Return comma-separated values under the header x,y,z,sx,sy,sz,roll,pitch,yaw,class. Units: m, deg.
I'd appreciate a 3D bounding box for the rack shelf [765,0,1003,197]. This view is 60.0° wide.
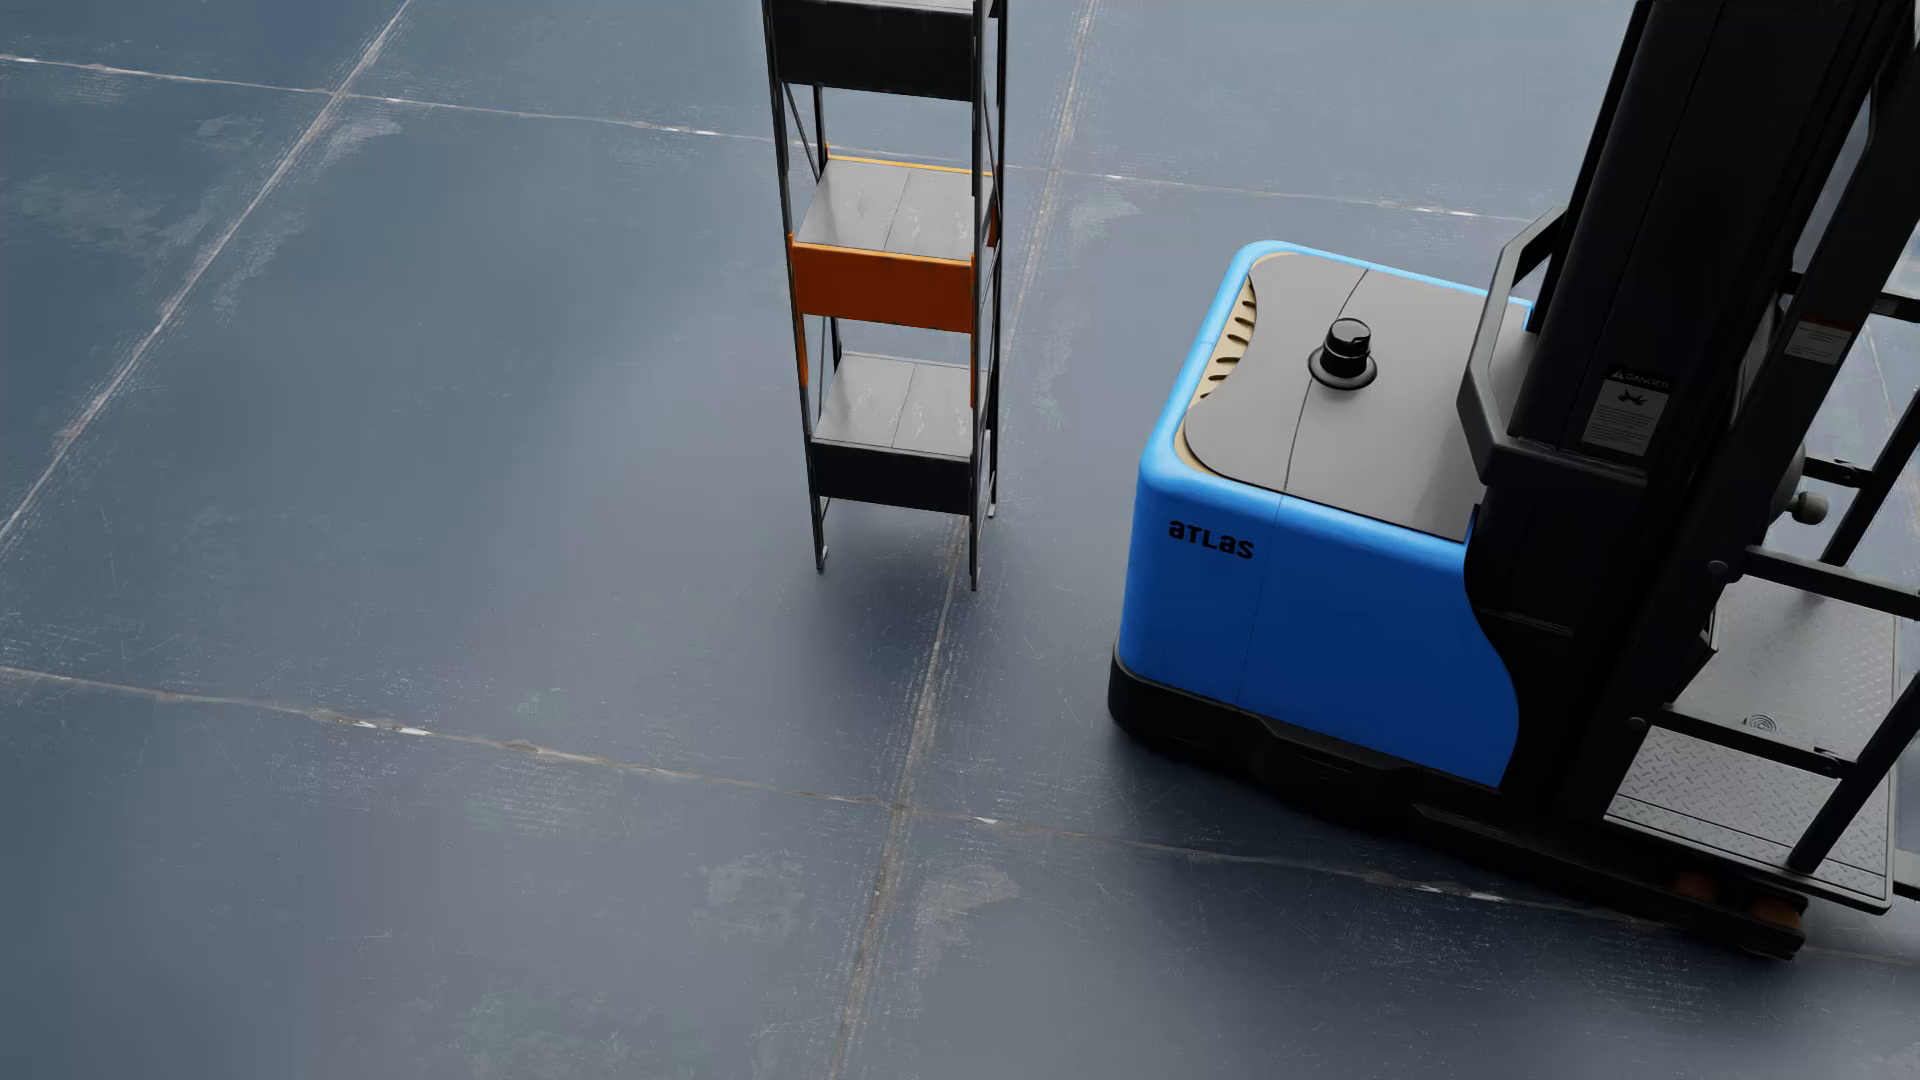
x,y,z,sx,sy,sz,roll,pitch,yaw,class
-0.163,-1.182,3.978,0.480,0.518,0.431,8,49,7,rack shelf

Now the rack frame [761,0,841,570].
x,y,z,sx,sy,sz,roll,pitch,yaw,class
-0.403,-0.756,4.518,0.015,2.100,0.400,8,49,7,rack frame

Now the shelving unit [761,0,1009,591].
x,y,z,sx,sy,sz,roll,pitch,yaw,class
-0.163,-0.724,4.489,0.503,2.100,0.431,8,49,7,shelving unit

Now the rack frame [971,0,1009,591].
x,y,z,sx,sy,sz,roll,pitch,yaw,class
0.077,-0.691,4.460,0.015,2.100,0.400,8,49,7,rack frame

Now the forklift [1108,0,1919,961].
x,y,z,sx,sy,sz,roll,pitch,yaw,class
1.989,-0.361,3.604,3.031,2.935,1.130,17,50,14,forklift

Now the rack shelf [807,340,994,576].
x,y,z,sx,sy,sz,roll,pitch,yaw,class
-0.163,-0.247,5.019,0.480,0.518,0.431,8,49,7,rack shelf

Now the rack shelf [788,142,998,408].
x,y,z,sx,sy,sz,roll,pitch,yaw,class
-0.163,-0.715,4.499,0.480,0.518,0.431,8,49,7,rack shelf
